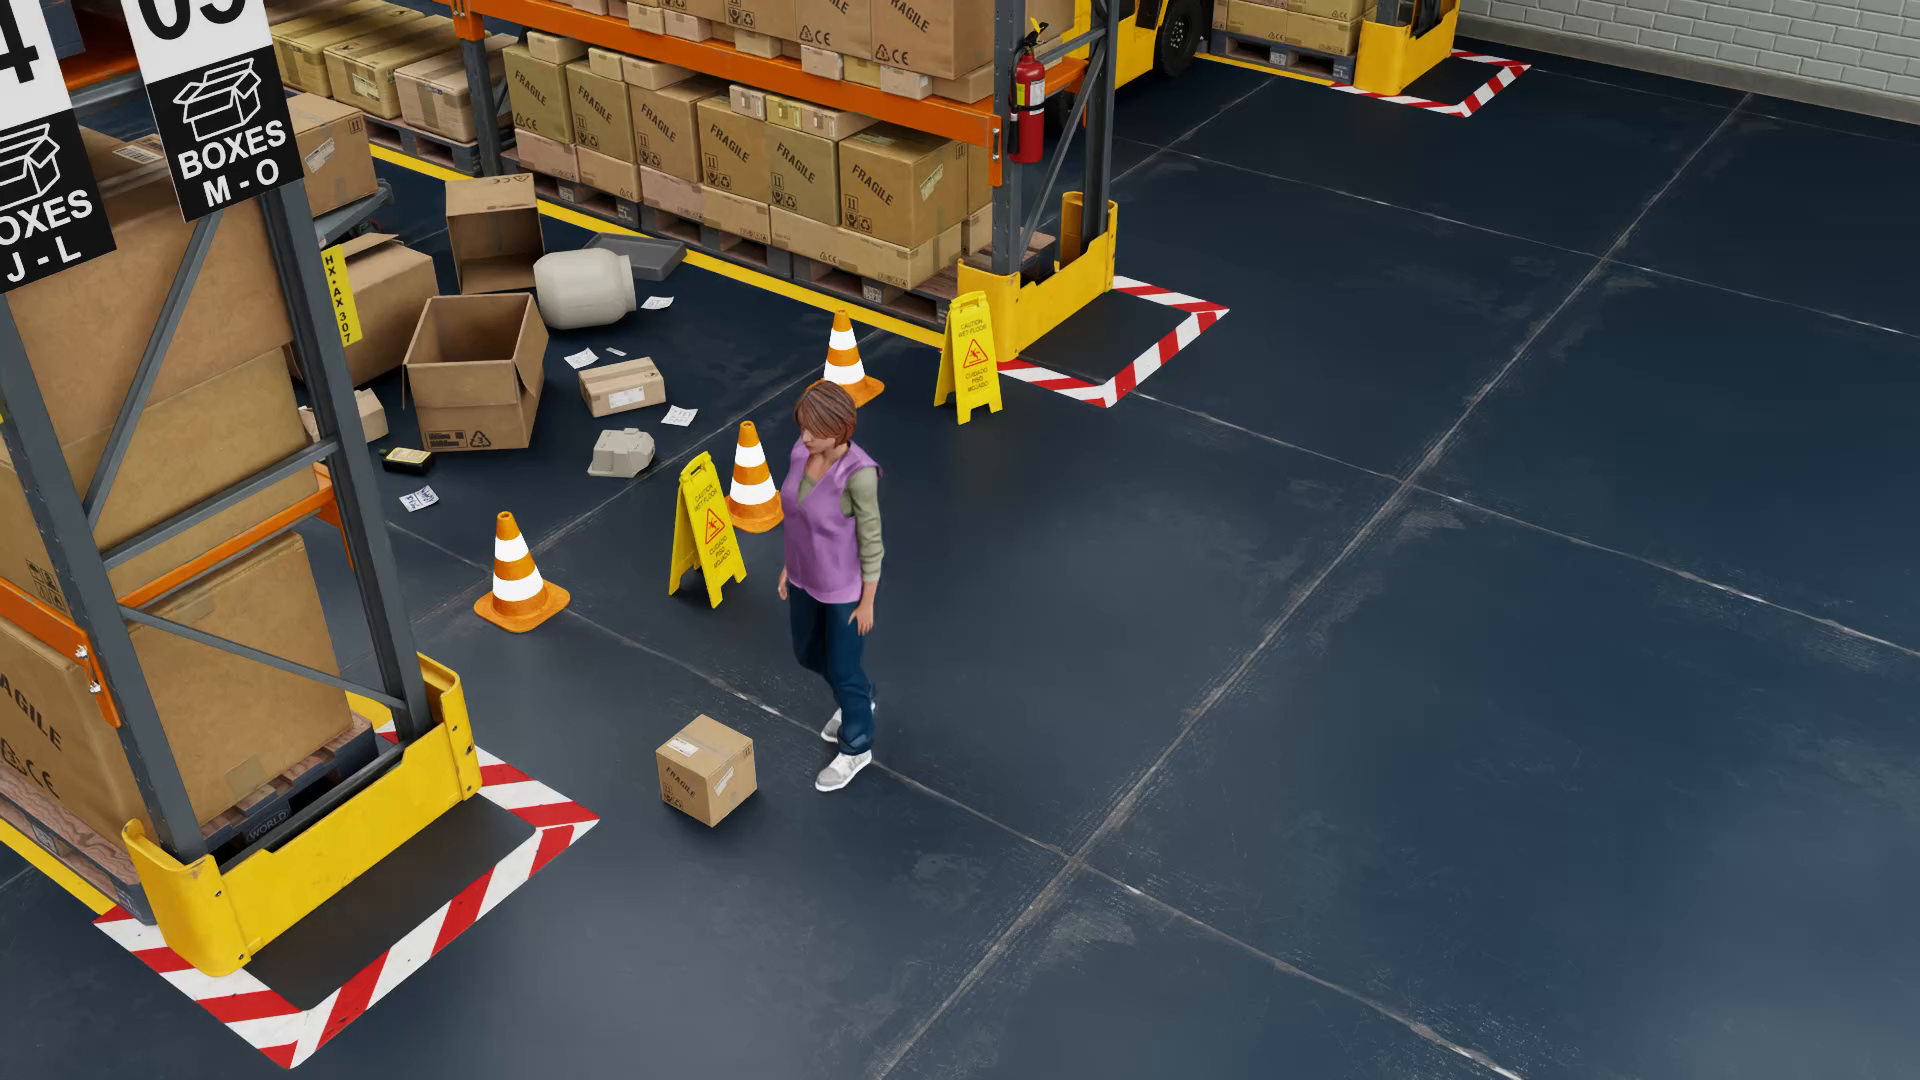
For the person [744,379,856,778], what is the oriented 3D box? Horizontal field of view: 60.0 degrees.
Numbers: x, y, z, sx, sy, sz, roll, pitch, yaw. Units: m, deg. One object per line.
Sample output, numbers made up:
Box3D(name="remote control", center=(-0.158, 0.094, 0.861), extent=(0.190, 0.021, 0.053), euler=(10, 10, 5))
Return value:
Box3D(name="person", center=(-0.578, 0.152, 5.902), extent=(0.343, 1.604, 0.451), euler=(-27, 43, -33))
